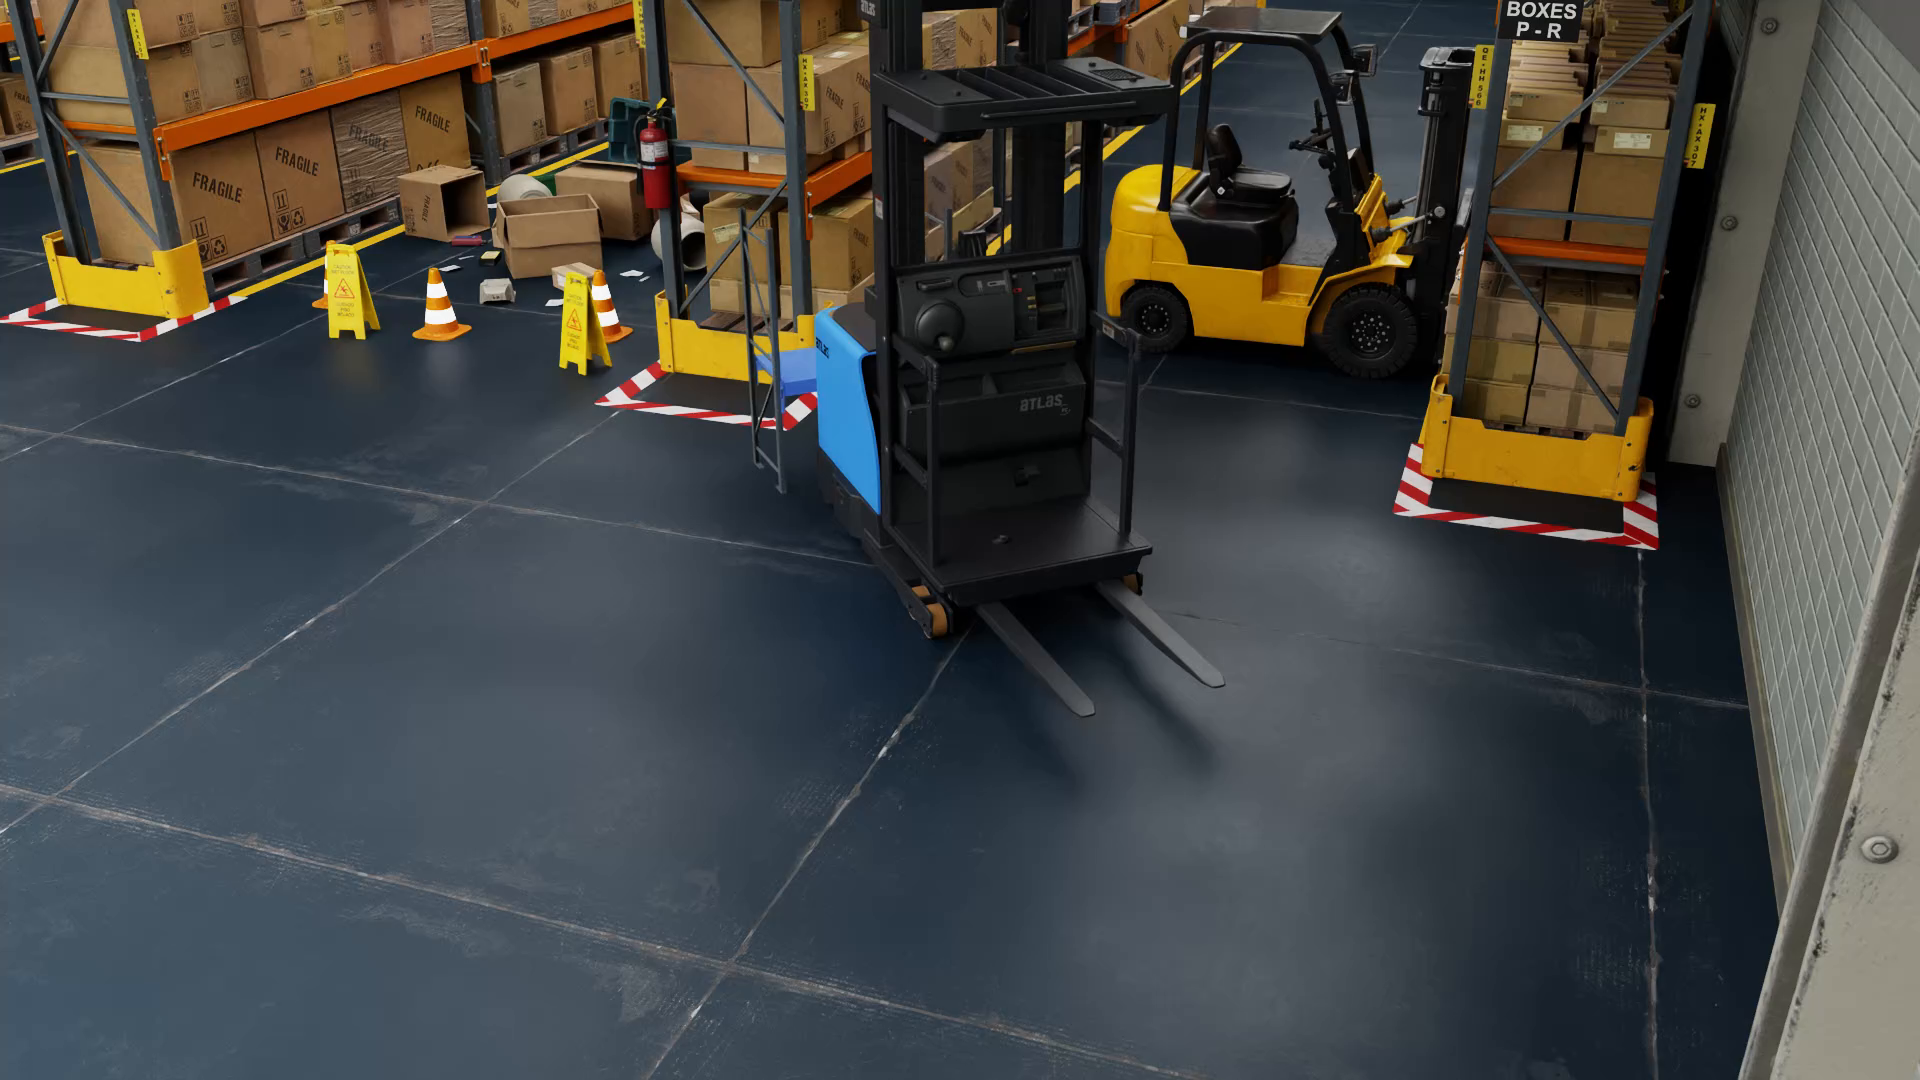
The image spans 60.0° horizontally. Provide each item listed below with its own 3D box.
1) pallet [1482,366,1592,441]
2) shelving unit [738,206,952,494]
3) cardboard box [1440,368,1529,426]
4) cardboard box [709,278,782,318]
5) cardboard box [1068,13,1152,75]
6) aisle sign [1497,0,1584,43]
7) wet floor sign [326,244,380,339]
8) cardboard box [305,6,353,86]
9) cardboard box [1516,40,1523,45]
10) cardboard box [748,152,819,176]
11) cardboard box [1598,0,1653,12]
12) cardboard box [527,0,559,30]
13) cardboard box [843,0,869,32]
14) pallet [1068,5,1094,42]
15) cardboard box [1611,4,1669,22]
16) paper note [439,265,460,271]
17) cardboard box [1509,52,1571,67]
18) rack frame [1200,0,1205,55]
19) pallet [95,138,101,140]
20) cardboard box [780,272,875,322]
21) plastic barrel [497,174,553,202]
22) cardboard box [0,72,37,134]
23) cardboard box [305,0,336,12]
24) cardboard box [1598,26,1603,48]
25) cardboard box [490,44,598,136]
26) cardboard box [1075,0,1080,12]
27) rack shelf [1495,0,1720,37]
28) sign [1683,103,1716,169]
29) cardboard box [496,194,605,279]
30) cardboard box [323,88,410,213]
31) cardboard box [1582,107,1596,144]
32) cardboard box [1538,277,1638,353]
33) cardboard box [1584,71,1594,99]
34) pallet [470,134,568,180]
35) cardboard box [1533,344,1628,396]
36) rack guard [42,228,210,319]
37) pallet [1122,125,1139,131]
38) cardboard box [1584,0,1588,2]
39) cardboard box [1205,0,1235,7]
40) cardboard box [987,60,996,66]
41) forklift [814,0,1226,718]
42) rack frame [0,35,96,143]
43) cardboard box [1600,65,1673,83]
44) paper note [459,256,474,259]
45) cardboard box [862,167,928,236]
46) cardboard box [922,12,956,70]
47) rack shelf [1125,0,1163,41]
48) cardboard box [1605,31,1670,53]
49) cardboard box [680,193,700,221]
[{"bbox_3d":[3.461,-0.783,10.124,1.003,0.211,1.213,9,27,17],"label":"pallet"},{"bbox_3d":[-0.623,-1.125,9.348,1.048,1.500,0.538,-11,28,-22],"label":"shelving unit"},{"bbox_3d":[3.105,-0.908,9.856,0.500,0.250,0.500,9,27,18],"label":"cardboard box"},{"bbox_3d":[-1.412,-1.768,11.633,0.500,0.250,0.500,9,27,17],"label":"cardboard box"},{"bbox_3d":[1.535,-5.228,18.061,0.875,0.875,0.875,8,27,17],"label":"cardboard box"},{"bbox_3d":[2.948,-2.903,8.320,0.394,0.787,0.004,9,27,17],"label":"aisle sign"},{"bbox_3d":[-4.280,-1.753,11.631,0.267,0.644,0.232,4,26,8],"label":"wet floor sign"},{"bbox_3d":[-5.452,-4.003,13.404,0.875,0.550,0.500,9,27,17],"label":"cardboard box"},{"bbox_3d":[3.870,-3.316,10.956,0.380,0.149,0.250,8,27,17],"label":"cardboard box"},{"bbox_3d":[-1.127,-2.432,10.619,0.380,0.149,0.250,9,27,18],"label":"cardboard box"},{"bbox_3d":[5.185,-4.125,12.967,0.380,0.149,0.250,8,27,17],"label":"cardboard box"},{"bbox_3d":[-4.210,-5.185,15.903,0.500,0.500,0.500,9,27,18],"label":"cardboard box"},{"bbox_3d":[-0.926,-3.922,11.805,0.700,0.500,0.500,9,27,17],"label":"cardboard box"},{"bbox_3d":[0.606,-4.817,15.478,1.003,0.211,1.213,9,27,17],"label":"pallet"},{"bbox_3d":[4.756,-3.657,11.660,0.380,0.149,0.250,9,27,18],"label":"cardboard box"},{"bbox_3d":[-4.028,-2.156,13.169,0.144,0.017,0.142,20,32,35],"label":"paper note"},{"bbox_3d":[3.416,-2.798,9.886,0.380,0.149,0.250,9,27,19],"label":"cardboard box"},{"bbox_3d":[2.558,-7.367,20.523,1.000,3.000,0.127,9,27,17],"label":"rack frame"},{"bbox_3d":[-9.192,-4.582,17.970,1.003,0.211,1.213,9,27,17],"label":"pallet"},{"bbox_3d":[-0.906,-1.678,11.448,0.500,0.250,0.500,9,27,17],"label":"cardboard box"},{"bbox_3d":[-3.737,-2.907,14.269,0.421,0.421,0.512,-14,29,-27],"label":"plastic barrel"},{"bbox_3d":[-9.621,-4.422,16.827,0.500,0.500,0.500,8,27,16],"label":"cardboard box"},{"bbox_3d":[-5.513,-4.499,13.188,0.875,0.550,0.500,9,27,17],"label":"cardboard box"},{"bbox_3d":[4.713,-3.529,11.737,0.380,0.149,0.250,9,27,17],"label":"cardboard box"},{"bbox_3d":[-4.360,-4.596,16.900,1.050,0.750,0.750,9,27,17],"label":"cardboard box"},{"bbox_3d":[0.898,-4.982,15.404,0.380,0.149,0.250,8,27,16],"label":"cardboard box"},{"bbox_3d":[3.912,-3.565,10.055,1.077,0.370,4.000,9,27,17],"label":"rack shelf"},{"bbox_3d":[3.768,-2.060,8.477,0.100,0.325,0.005,9,27,17],"label":"sign"},{"bbox_3d":[-3.239,-2.401,13.131,0.797,0.503,0.637,-9,27,-18],"label":"cardboard box"},{"bbox_3d":[-5.378,-3.369,14.223,0.875,0.875,0.875,9,27,18],"label":"cardboard box"},{"bbox_3d":[3.626,-2.267,9.130,0.380,0.149,0.250,9,27,17],"label":"cardboard box"},{"bbox_3d":[3.585,-1.289,9.496,0.500,0.250,0.500,8,27,17],"label":"cardboard box"},{"bbox_3d":[4.353,-2.767,10.909,0.500,0.500,0.500,8,27,16],"label":"cardboard box"},{"bbox_3d":[-4.620,-3.829,16.415,1.003,0.211,1.213,9,27,17],"label":"pallet"},{"bbox_3d":[3.599,-1.057,9.590,0.500,0.250,0.500,9,27,18],"label":"cardboard box"},{"bbox_3d":[-6.145,-1.977,12.259,1.175,0.500,0.348,9,27,17],"label":"rack guard"},{"bbox_3d":[1.560,-4.781,18.383,1.003,0.211,1.213,9,27,17],"label":"pallet"},{"bbox_3d":[5.110,-4.601,13.951,0.380,0.149,0.250,9,27,17],"label":"cardboard box"},{"bbox_3d":[3.165,-7.013,22.251,0.875,0.438,0.875,8,27,16],"label":"cardboard box"},{"bbox_3d":[0.076,-3.790,13.424,0.380,0.149,0.250,8,27,17],"label":"cardboard box"},{"bbox_3d":[0.236,-1.066,7.589,1.130,2.935,3.031,-10,28,-20],"label":"forklift"},{"bbox_3d":[-9.450,-5.516,16.701,1.000,3.000,0.127,9,27,17],"label":"rack frame"},{"bbox_3d":[3.849,-2.608,9.494,0.380,0.149,0.250,9,27,18],"label":"cardboard box"},{"bbox_3d":[-3.997,-2.288,13.464,0.123,0.001,0.032,-20,33,-36],"label":"paper note"},{"bbox_3d":[-0.555,-2.446,12.173,0.500,0.500,0.500,9,27,18],"label":"cardboard box"},{"bbox_3d":[-0.351,-3.613,12.314,0.500,0.500,0.500,10,27,19],"label":"cardboard box"},{"bbox_3d":[1.892,-6.221,18.983,1.077,0.370,4.000,9,27,17],"label":"rack shelf"},{"bbox_3d":[4.300,-3.135,10.583,0.380,0.149,0.250,8,27,17],"label":"cardboard box"},{"bbox_3d":[-2.400,-2.825,14.280,0.258,0.266,0.396,-9,27,-18],"label":"cardboard box"}]
